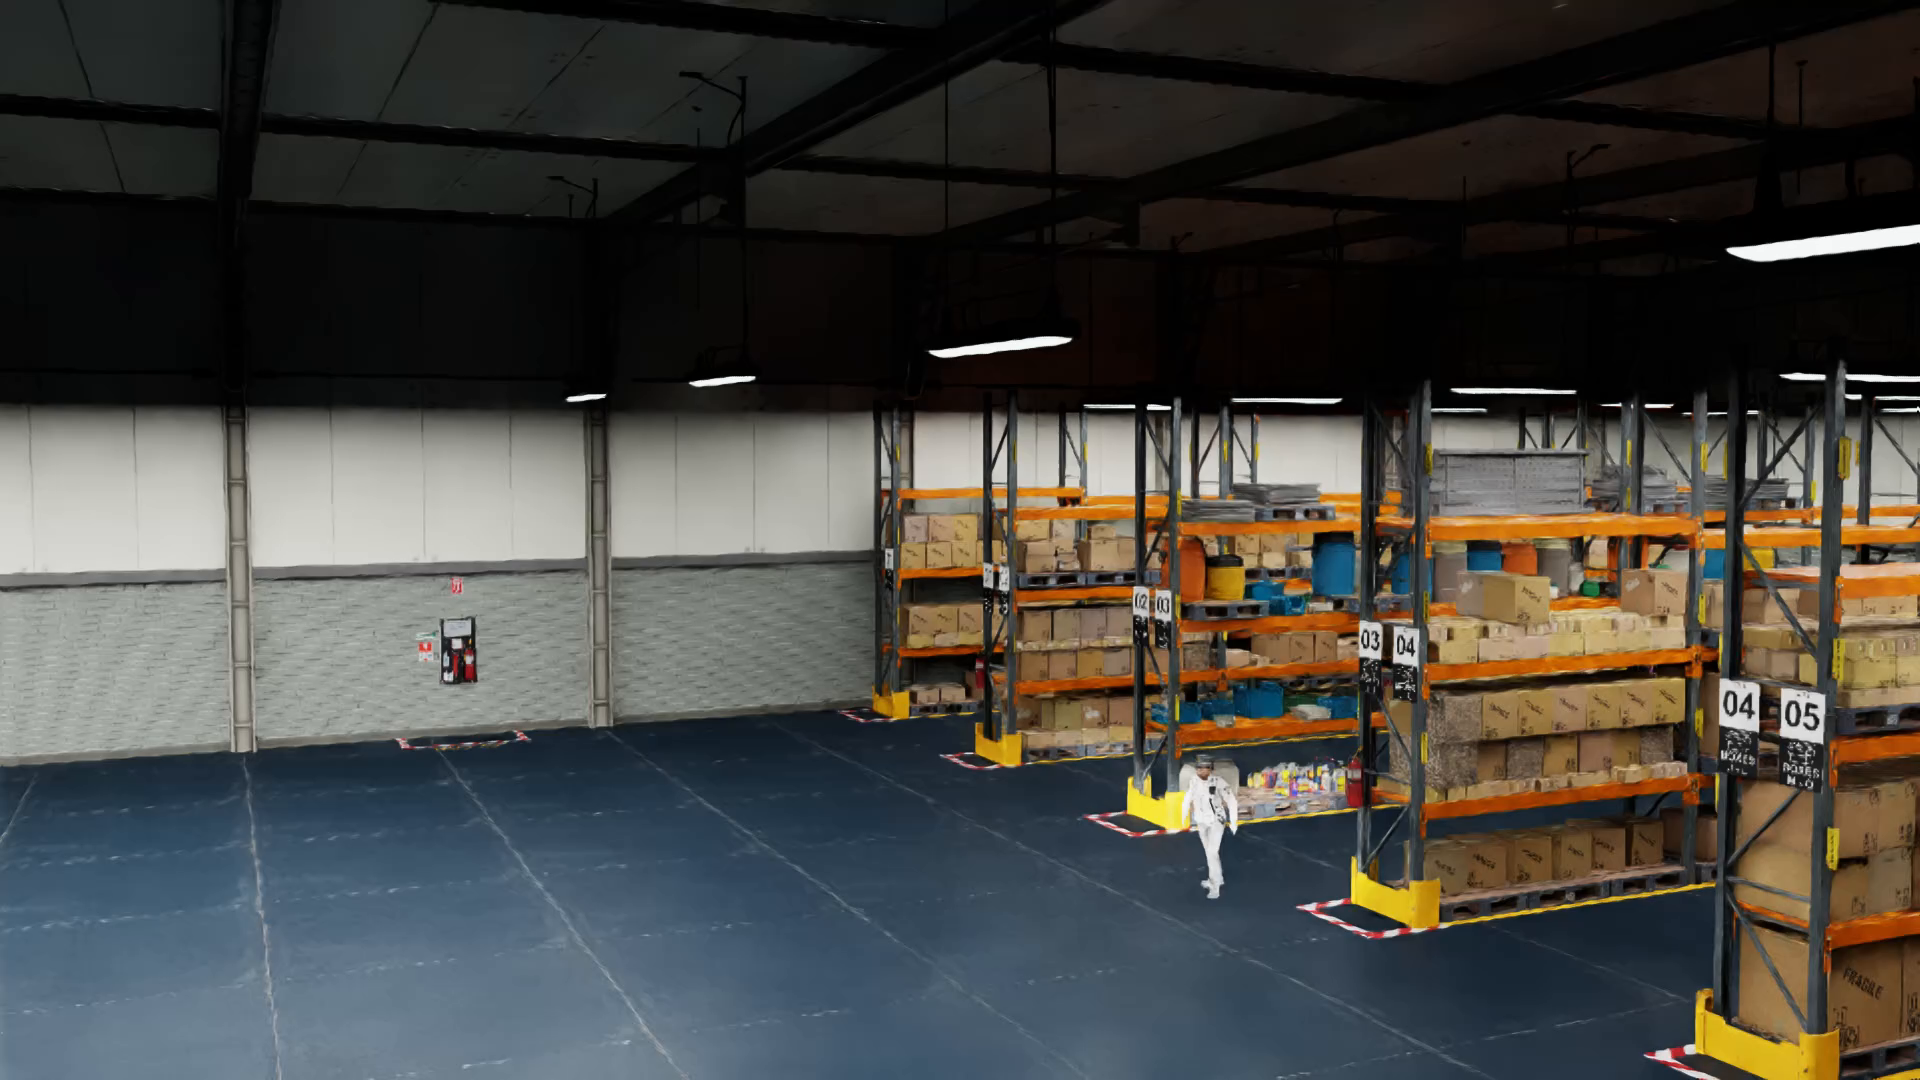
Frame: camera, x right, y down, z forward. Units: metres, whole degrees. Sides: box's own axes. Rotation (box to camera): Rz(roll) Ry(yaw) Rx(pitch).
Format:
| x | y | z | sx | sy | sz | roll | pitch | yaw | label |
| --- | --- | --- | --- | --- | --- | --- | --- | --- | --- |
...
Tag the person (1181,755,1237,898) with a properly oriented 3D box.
| x | y | z | sx | sy | sz | roll | pitch | yaw | label |
| --- | --- | --- | --- | --- | --- | --- | --- | --- | --- |
| 2.881 | 3.244 | 19.074 | 0.770 | 1.613 | 0.640 | -3 | 5 | -44 | person |
